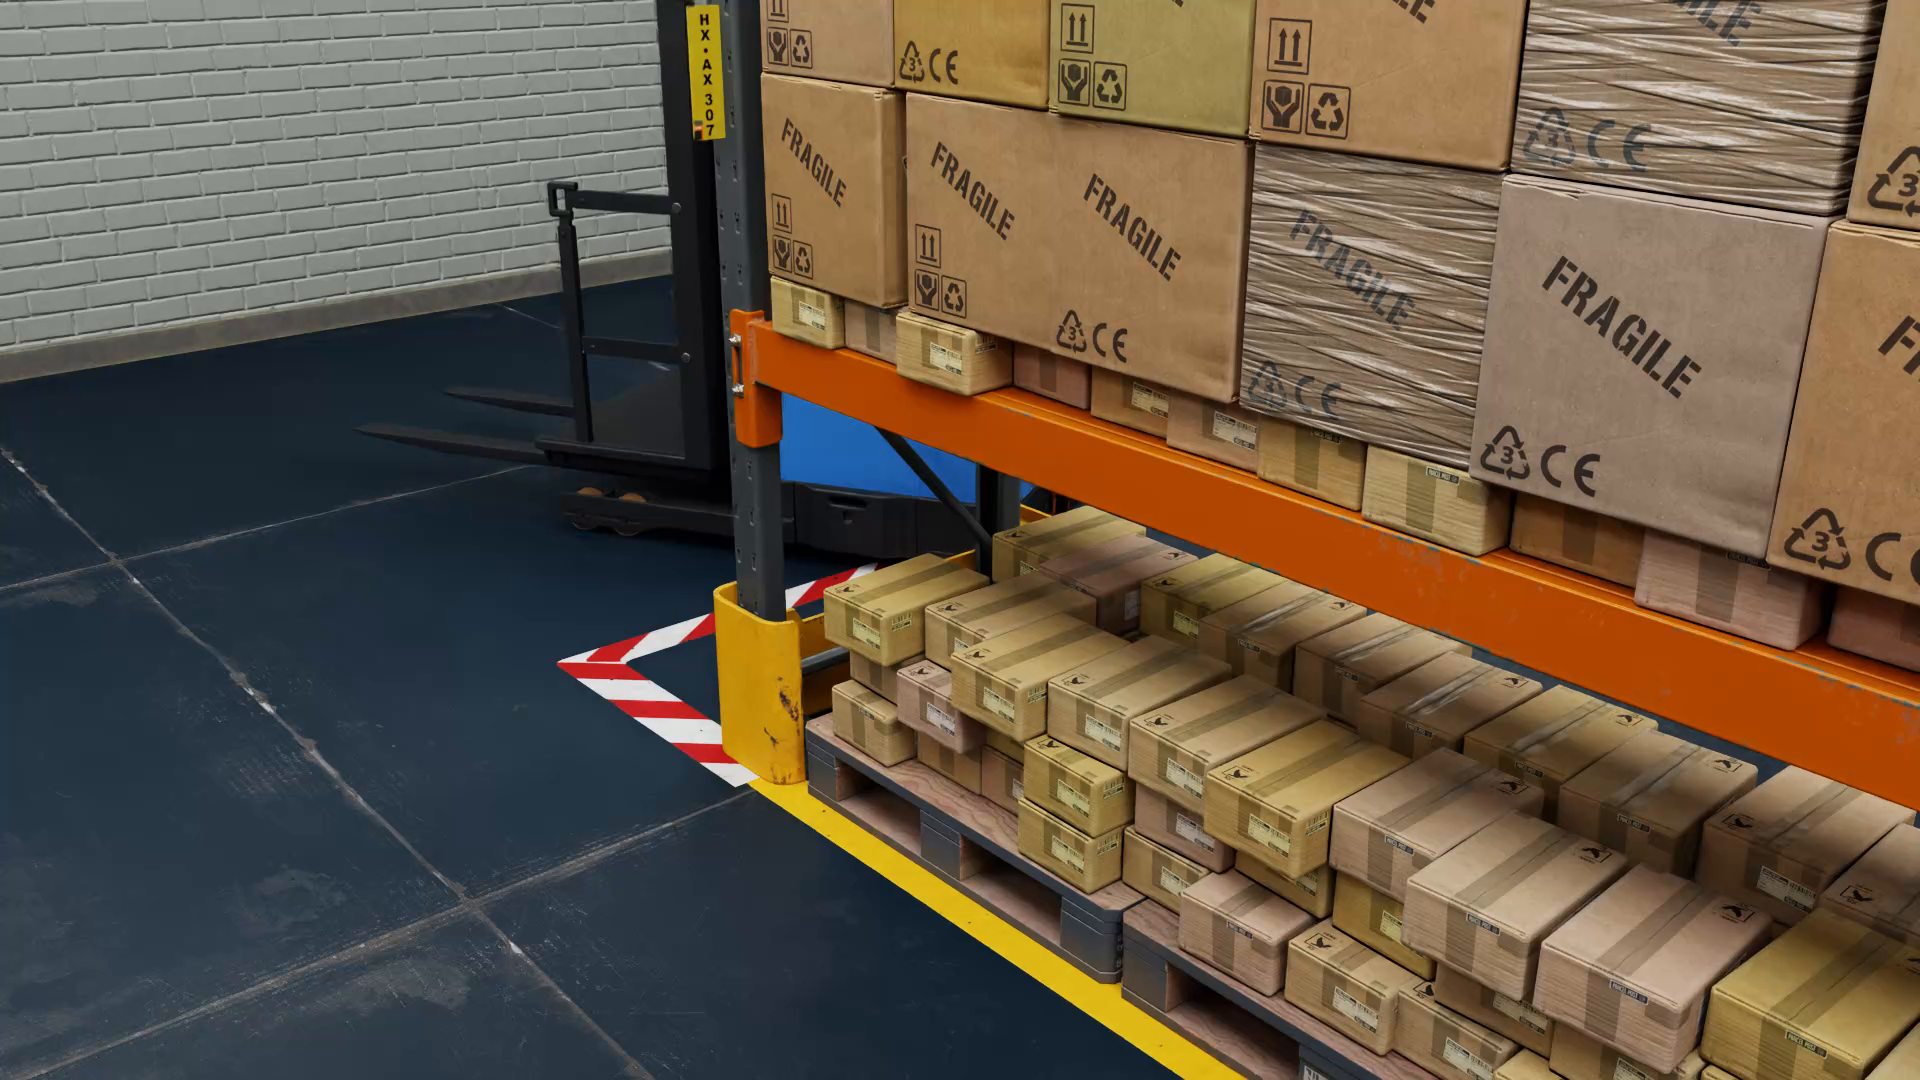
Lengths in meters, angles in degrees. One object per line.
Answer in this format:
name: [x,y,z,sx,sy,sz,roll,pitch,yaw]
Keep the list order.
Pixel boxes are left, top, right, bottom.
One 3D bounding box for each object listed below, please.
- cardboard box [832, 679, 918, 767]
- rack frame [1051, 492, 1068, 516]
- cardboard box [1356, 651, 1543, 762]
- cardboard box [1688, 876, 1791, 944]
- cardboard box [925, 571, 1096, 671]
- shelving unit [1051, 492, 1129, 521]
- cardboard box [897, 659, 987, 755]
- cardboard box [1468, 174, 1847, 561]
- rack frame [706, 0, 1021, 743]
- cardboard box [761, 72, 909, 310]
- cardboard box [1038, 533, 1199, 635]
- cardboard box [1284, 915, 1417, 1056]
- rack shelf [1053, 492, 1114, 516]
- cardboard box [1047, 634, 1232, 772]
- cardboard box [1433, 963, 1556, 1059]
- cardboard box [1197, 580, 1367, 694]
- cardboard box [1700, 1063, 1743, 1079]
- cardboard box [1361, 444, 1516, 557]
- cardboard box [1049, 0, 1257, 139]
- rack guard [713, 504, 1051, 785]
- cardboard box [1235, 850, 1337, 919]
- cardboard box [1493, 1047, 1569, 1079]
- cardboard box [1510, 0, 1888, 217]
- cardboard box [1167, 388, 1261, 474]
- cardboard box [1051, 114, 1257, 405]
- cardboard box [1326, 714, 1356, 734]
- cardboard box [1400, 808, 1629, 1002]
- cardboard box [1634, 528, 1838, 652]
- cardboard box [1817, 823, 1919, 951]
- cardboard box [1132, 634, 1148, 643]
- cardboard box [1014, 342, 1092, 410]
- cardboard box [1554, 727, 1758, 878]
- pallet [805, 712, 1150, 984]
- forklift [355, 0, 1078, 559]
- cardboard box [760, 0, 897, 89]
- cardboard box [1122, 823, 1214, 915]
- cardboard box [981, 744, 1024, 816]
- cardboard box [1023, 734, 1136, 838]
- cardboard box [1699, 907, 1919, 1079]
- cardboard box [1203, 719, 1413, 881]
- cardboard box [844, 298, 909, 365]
cardboard box: [-0.124,0.454,4.546,0.380,0.149,0.250,-17,27,-36]
rack frame: [0.385,-0.475,6.257,0.008,1.050,0.200,8,23,19]
cardboard box: [1.126,0.413,3.835,0.380,0.149,0.250,-19,28,-39]
cardboard box: [1.638,0.759,3.359,0.380,0.149,0.250,-16,26,-35]
cardboard box: [0.132,0.229,4.304,0.380,0.149,0.250,-17,27,-36]
shelving unit: [0.499,-0.460,6.218,0.252,1.050,0.215,8,23,19]
cardboard box: [0.060,0.389,4.303,0.380,0.149,0.250,-18,27,-38]
cardboard box: [1.196,-0.327,2.661,0.500,0.500,0.500,-18,27,-38]
rack frame: [-0.224,-0.899,4.667,1.000,3.000,0.127,-17,27,-37]
cardboard box: [-0.140,-0.895,4.110,0.500,0.500,0.500,-16,26,-35]
cardboard box: [0.434,0.125,4.570,0.380,0.149,0.250,-17,27,-36]
cardboard box: [0.896,0.878,3.463,0.380,0.149,0.250,-17,27,-37]
rack shelf: [0.499,-0.191,6.323,0.240,0.259,0.215,8,23,19]
cardboard box: [0.424,0.378,3.924,0.380,0.149,0.250,-19,28,-40]
cardboard box: [1.136,0.809,3.231,0.380,0.149,0.250,-19,28,-40]
cardboard box: [0.821,0.253,4.244,0.380,0.149,0.250,-19,28,-39]
cardboard box: [1.477,0.954,2.862,0.380,0.149,0.250,-17,27,-37]
cardboard box: [0.949,-0.115,3.010,0.380,0.149,0.250,-17,27,-36]
cardboard box: [0.525,-1.076,3.202,0.500,0.500,0.500,-18,28,-39]
rack guard: [-0.174,0.286,5.069,1.175,0.500,0.348,-17,27,-37]
cardboard box: [0.825,0.648,3.642,0.380,0.149,0.250,-16,26,-35]
cardboard box: [1.198,1.025,3.088,0.380,0.149,0.250,-18,27,-38]
cardboard box: [1.211,-0.797,2.489,0.500,0.500,0.500,-17,27,-36]
cardboard box: [0.643,-0.273,3.411,0.380,0.149,0.250,-18,28,-38]
cardboard box: [0.539,-0.614,3.395,0.500,0.500,0.500,-17,27,-37]
cardboard box: [1.025,0.455,4.134,0.380,0.149,0.250,-17,27,-37]
cardboard box: [1.051,0.682,3.148,0.380,0.149,0.250,-19,28,-39]
cardboard box: [1.294,0.021,2.661,0.380,0.149,0.250,-19,28,-40]
cardboard box: [1.795,0.701,3.098,0.380,0.149,0.250,-18,28,-39]
cardboard box: [0.678,0.315,4.492,0.380,0.149,0.250,-19,28,-40]
cardboard box: [0.345,-0.428,3.809,0.380,0.149,0.250,-16,26,-35]
cardboard box: [1.450,0.556,3.469,0.380,0.149,0.250,-19,28,-40]
pallet: [0.329,0.653,4.527,1.003,0.211,1.213,-17,27,-37]
forklift: [-1.041,-1.550,6.421,3.031,2.935,1.130,8,23,19]
cardboard box: [-0.132,-1.363,3.934,0.500,0.500,0.500,-18,27,-38]
cardboard box: [0.599,0.718,3.871,0.380,0.149,0.250,-17,27,-37]
cardboard box: [0.276,0.573,4.240,0.380,0.149,0.250,-17,27,-37]
cardboard box: [0.372,0.532,3.937,0.380,0.149,0.250,-16,27,-36]
cardboard box: [1.483,0.806,2.831,0.380,0.149,0.250,-16,27,-36]
cardboard box: [0.735,0.540,3.509,0.380,0.149,0.250,-17,27,-37]
cardboard box: [-0.063,-0.554,4.131,0.380,0.149,0.250,-16,27,-36]
